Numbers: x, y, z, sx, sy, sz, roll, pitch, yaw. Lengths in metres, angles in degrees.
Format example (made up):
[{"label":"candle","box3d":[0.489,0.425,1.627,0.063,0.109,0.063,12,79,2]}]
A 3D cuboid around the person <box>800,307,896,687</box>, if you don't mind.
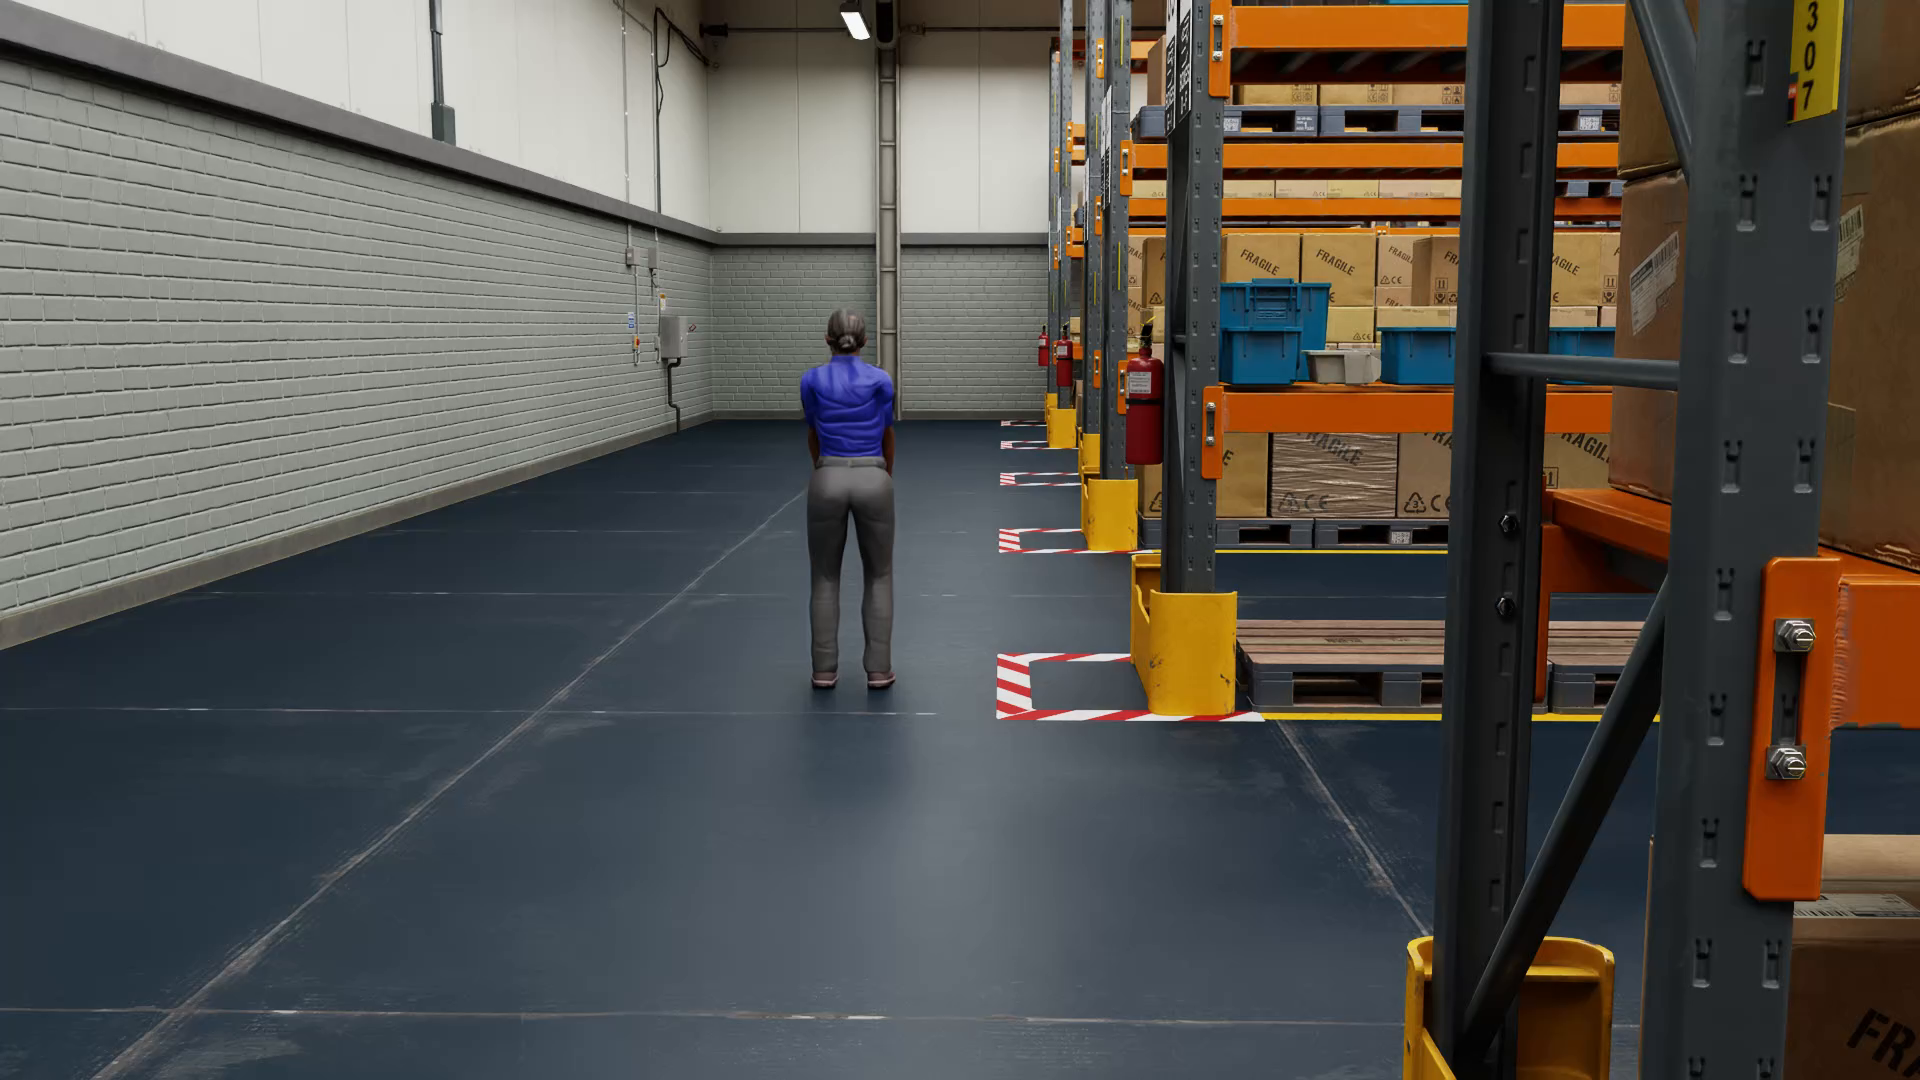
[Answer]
[{"label":"person","box3d":[-0.484,-0.189,7.312,0.412,1.656,0.510,0,7,0]}]
